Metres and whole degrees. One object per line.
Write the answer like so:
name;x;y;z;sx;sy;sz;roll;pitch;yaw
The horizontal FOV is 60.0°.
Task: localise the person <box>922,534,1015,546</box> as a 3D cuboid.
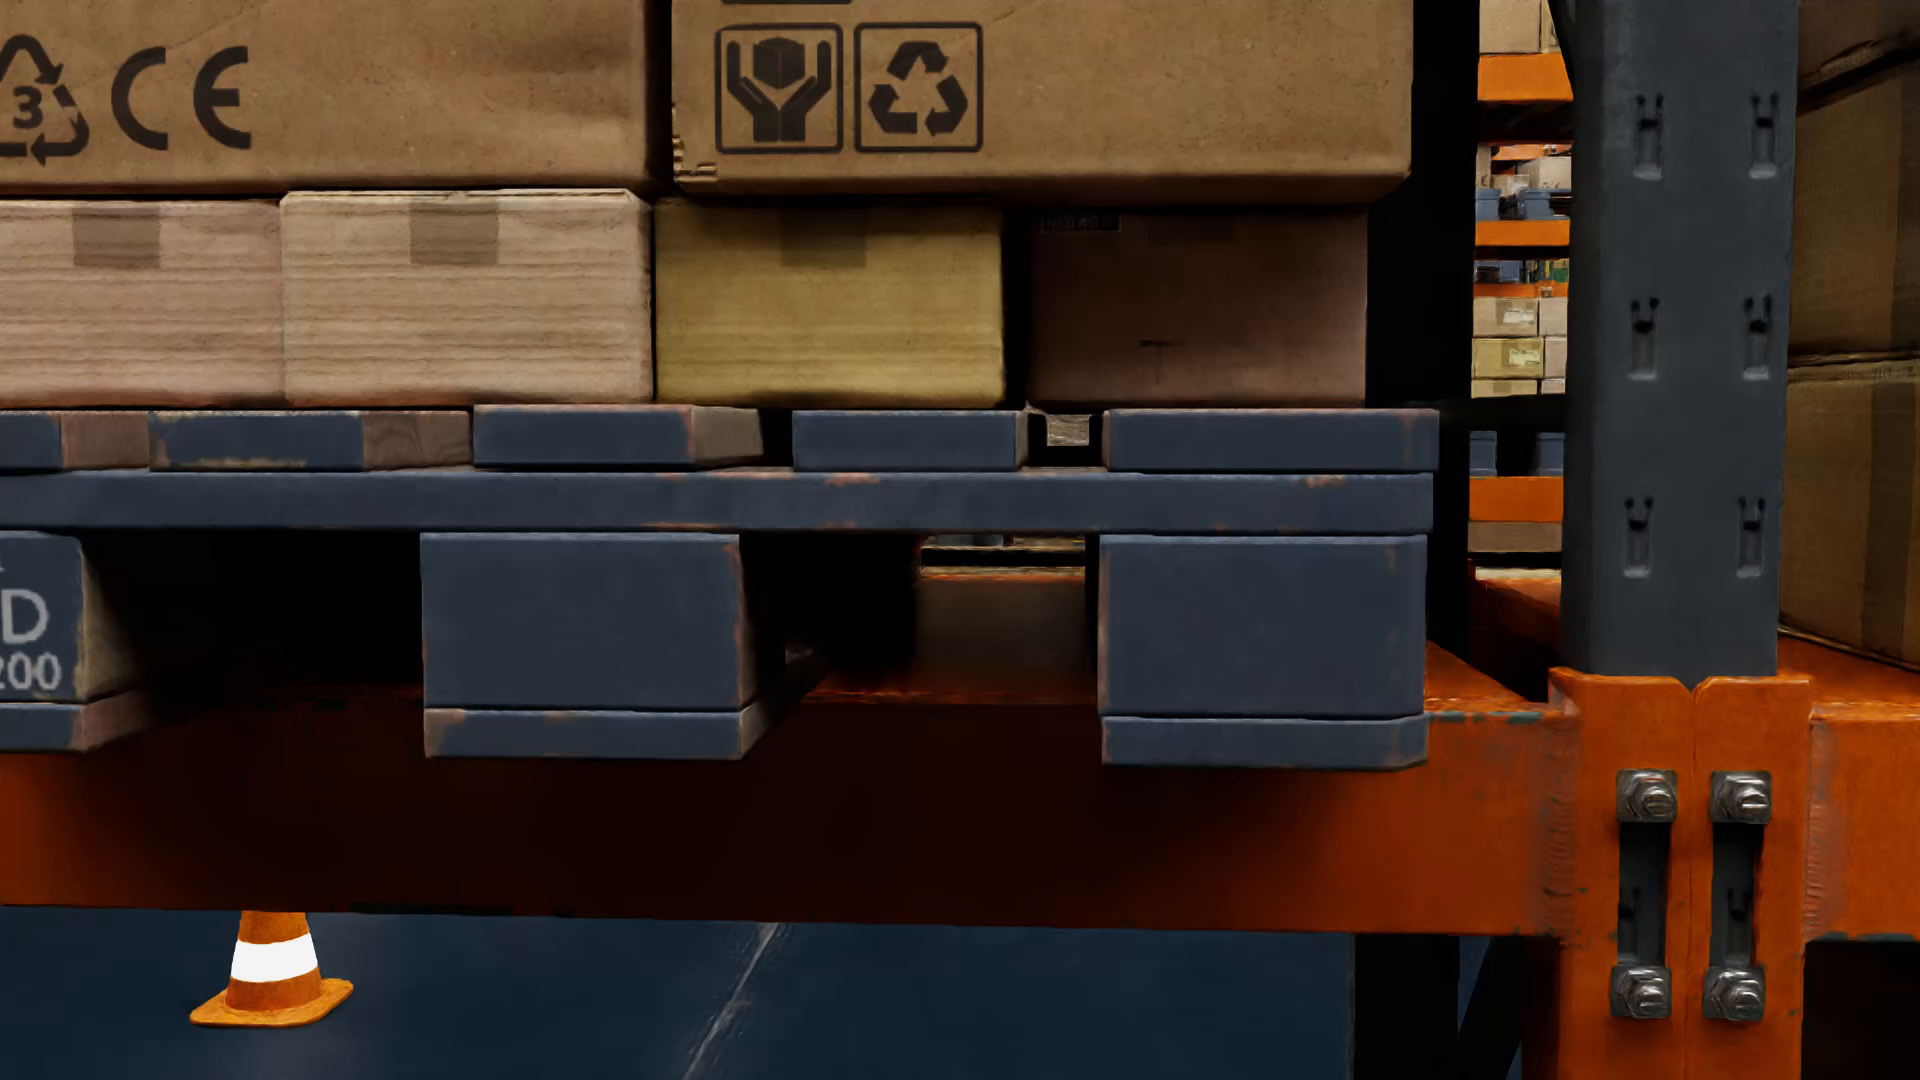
person;0.032;-0.088;9.823;0.580;1.765;0.441;-1;4;-16
